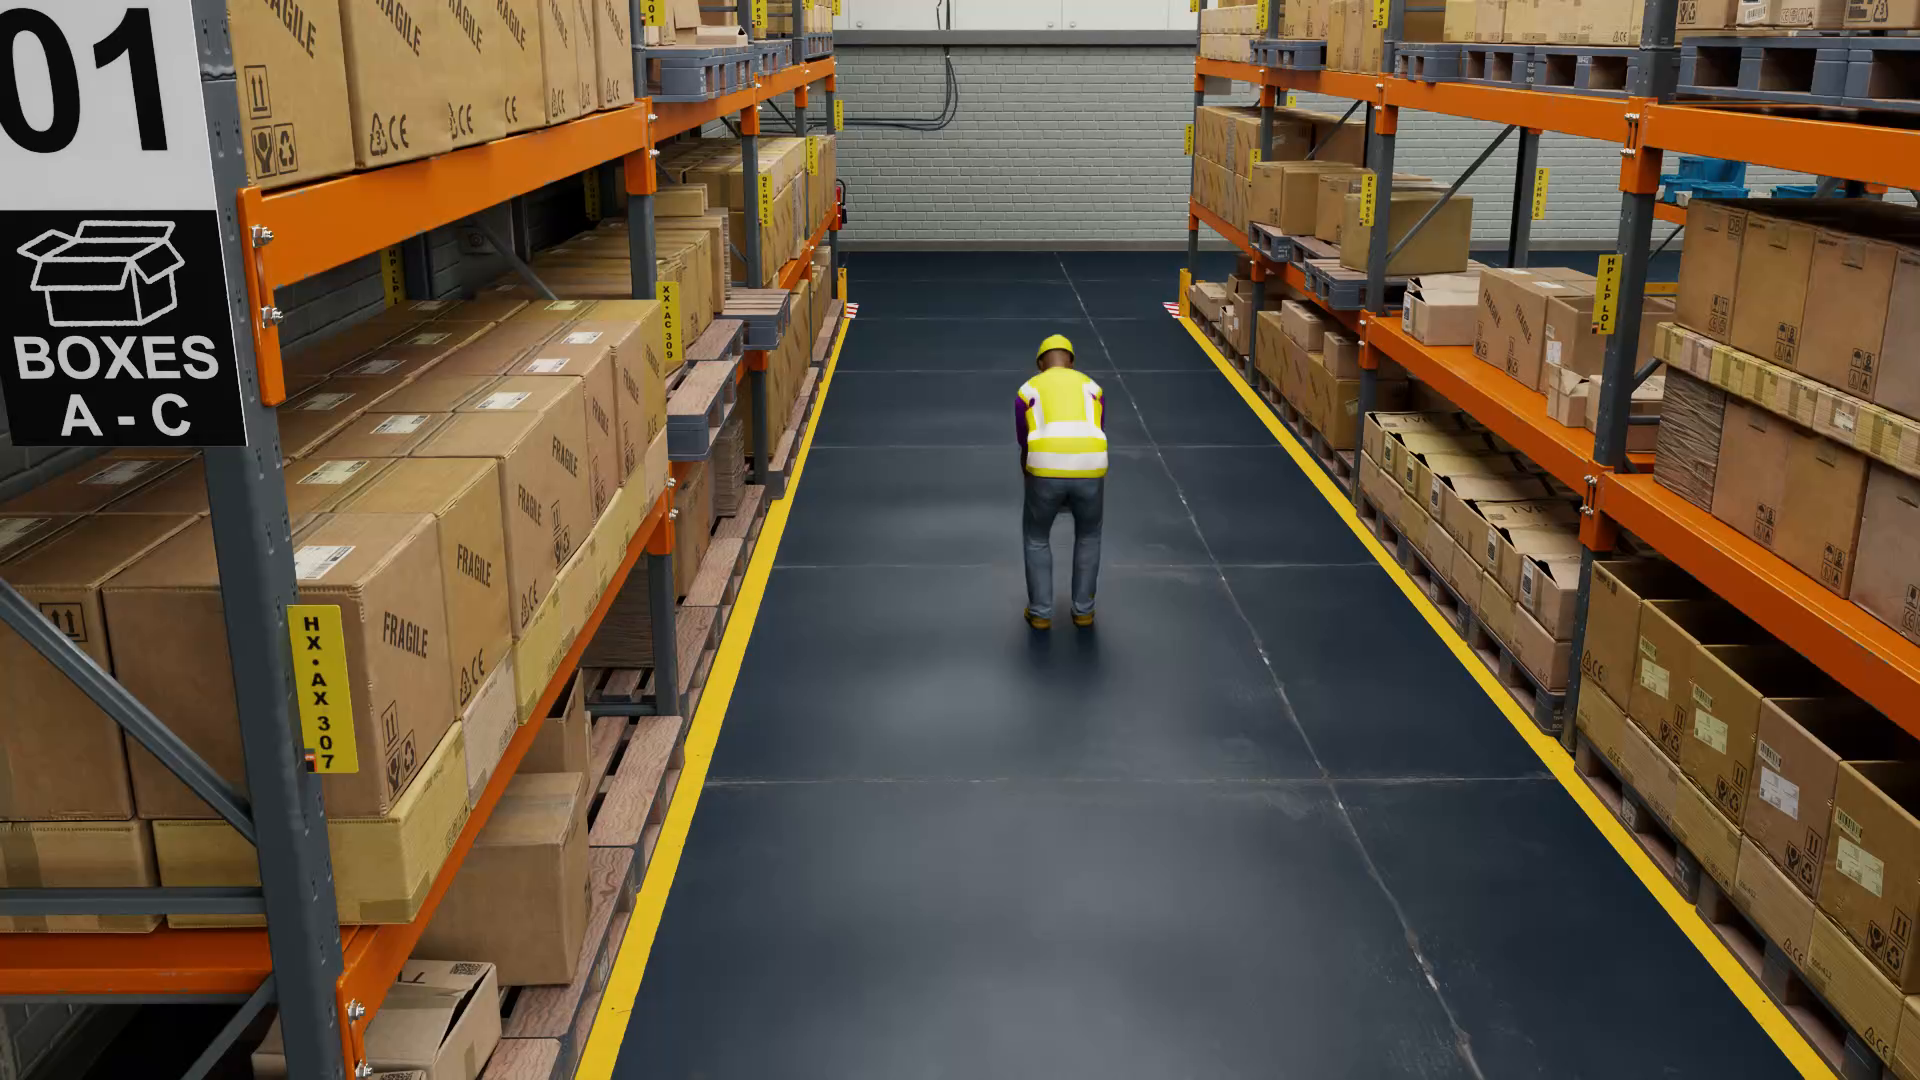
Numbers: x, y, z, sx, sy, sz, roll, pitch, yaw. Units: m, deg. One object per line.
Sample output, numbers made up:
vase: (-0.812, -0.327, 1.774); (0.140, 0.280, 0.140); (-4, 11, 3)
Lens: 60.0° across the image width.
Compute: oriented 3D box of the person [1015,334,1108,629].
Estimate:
person: (0.539, -0.325, 9.020); (0.488, 1.497, 0.832); (-1, 17, -2)
